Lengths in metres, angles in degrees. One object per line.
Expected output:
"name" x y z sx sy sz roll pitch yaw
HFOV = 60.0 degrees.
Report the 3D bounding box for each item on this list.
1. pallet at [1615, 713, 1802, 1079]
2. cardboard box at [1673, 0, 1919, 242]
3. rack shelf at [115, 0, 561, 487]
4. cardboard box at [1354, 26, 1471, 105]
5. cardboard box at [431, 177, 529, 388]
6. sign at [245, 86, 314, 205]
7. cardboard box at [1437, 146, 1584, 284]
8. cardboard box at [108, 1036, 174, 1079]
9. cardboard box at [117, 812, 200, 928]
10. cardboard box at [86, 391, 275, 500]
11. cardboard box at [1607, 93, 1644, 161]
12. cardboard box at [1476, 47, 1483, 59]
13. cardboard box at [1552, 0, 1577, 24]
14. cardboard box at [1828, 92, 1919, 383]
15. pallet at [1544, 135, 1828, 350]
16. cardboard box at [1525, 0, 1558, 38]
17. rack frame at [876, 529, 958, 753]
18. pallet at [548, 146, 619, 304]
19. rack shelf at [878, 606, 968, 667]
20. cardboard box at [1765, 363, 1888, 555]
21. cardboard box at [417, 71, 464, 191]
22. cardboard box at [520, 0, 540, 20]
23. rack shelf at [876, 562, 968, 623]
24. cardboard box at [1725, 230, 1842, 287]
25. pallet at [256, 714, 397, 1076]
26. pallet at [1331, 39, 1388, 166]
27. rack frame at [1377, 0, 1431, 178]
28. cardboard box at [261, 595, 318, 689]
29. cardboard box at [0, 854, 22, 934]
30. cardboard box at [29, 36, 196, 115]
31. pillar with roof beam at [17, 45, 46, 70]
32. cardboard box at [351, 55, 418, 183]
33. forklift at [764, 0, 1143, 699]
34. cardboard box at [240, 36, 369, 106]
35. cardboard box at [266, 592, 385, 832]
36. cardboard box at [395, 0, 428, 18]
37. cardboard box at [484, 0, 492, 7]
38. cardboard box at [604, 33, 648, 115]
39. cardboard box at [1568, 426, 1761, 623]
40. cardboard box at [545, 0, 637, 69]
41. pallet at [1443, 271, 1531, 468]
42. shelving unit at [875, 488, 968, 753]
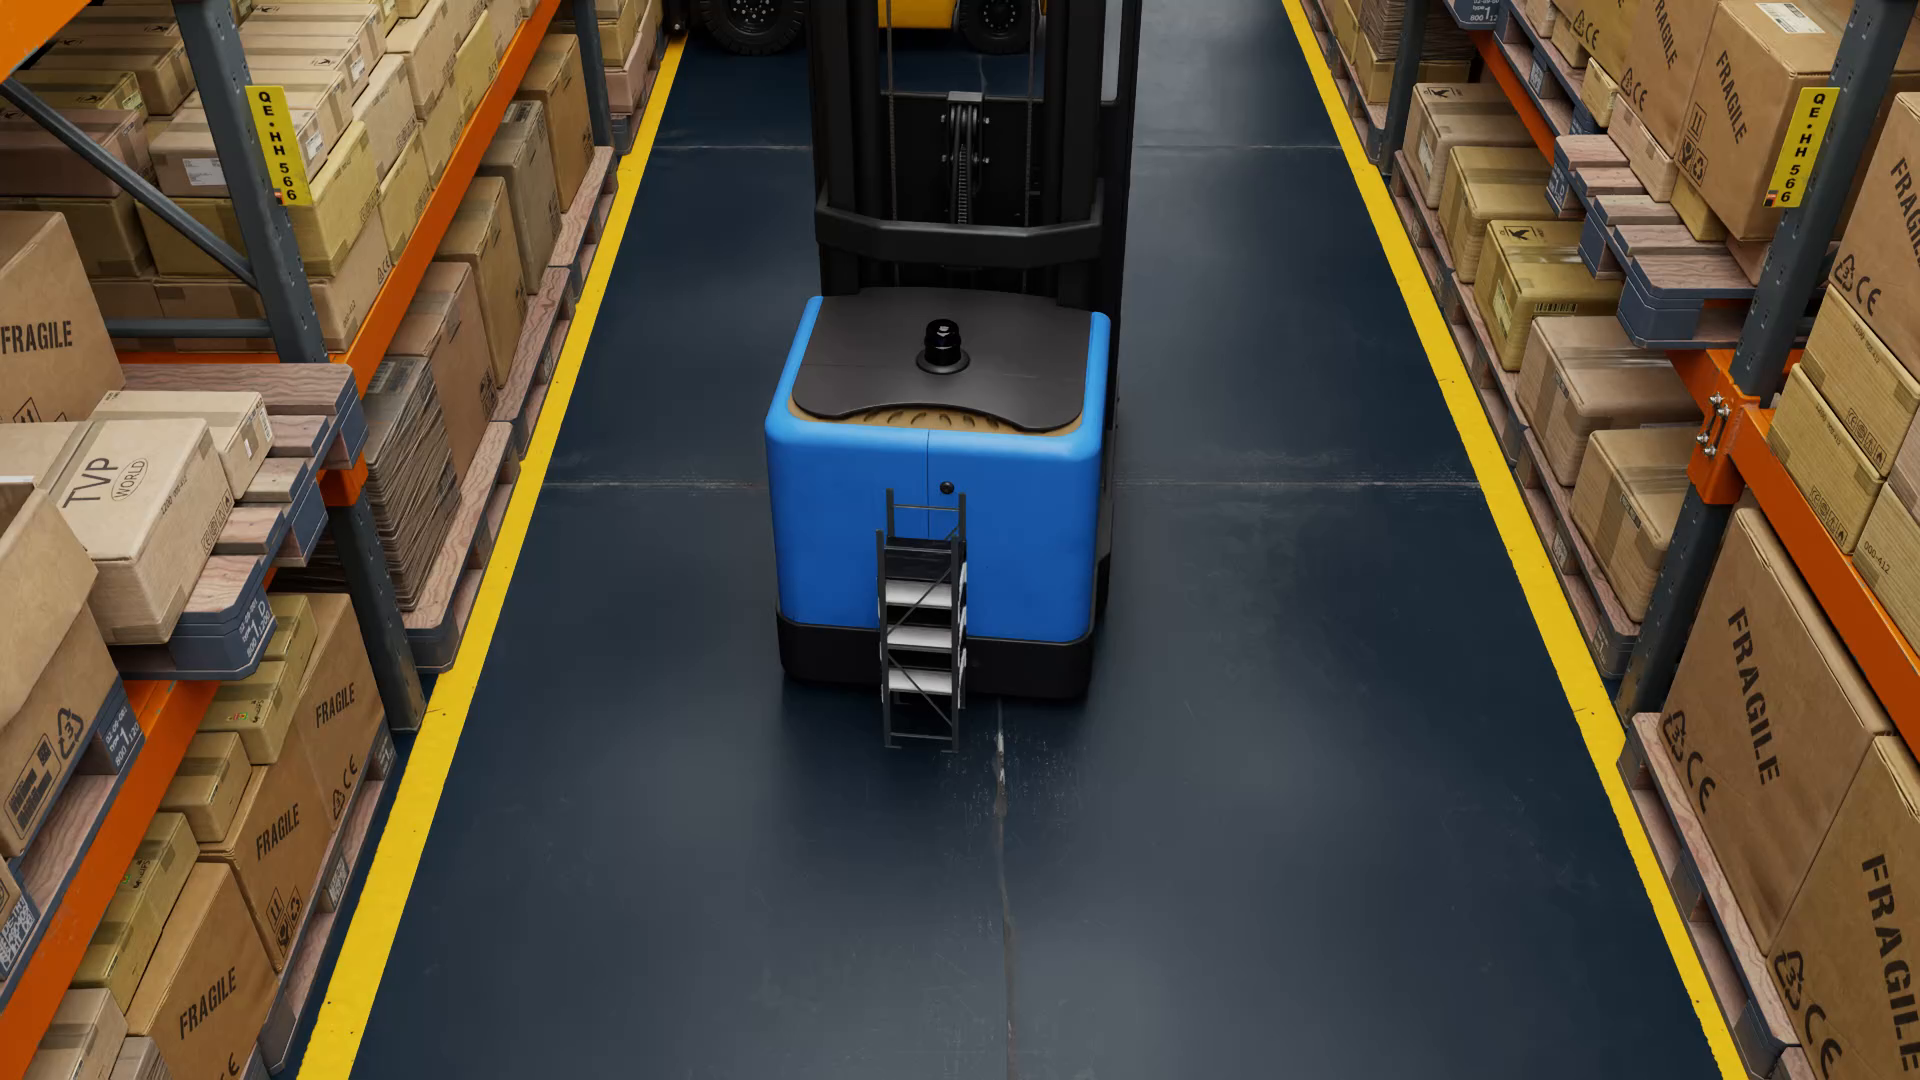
"pallet" 2.610 1.001 4.833 1.003 0.211 1.213 0 39 0
"cardboard box" 2.406 -1.184 4.675 0.500 0.500 0.500 -1 39 -1
"rack shelf" -2.281 -1.545 6.354 1.077 0.370 4.000 0 39 0
"cardboard box" 2.411 -2.542 8.887 0.500 0.250 0.500 2 39 2
"cardboard box" -2.276 -1.032 6.702 0.875 0.625 0.625 -2 39 -2
"sign" -1.736 -1.002 4.239 0.100 0.325 0.005 0 39 0
"cardboard box" 2.687 -1.443 7.417 0.950 0.372 0.625 2 39 3
"cardboard box" -2.051 1.466 3.685 0.500 0.500 0.500 -1 39 -2
"cardboard box" -2.083 0.793 4.006 0.380 0.149 0.250 1 39 1
"cardboard box" -1.894 -0.230 4.003 0.380 0.149 0.250 1 39 1
"cardboard box" 2.339 -1.334 5.381 0.380 0.149 0.250 -2 39 -2
"cardboard box" 2.949 -2.835 8.652 0.500 0.500 0.500 2 39 2
"cardboard box" 2.393 -2.164 5.898 0.500 0.500 0.500 -2 39 -2
"cardboard box" 2.441 -0.701 3.847 0.500 0.500 0.500 -1 39 -2
"pallet" 2.577 -0.951 5.192 1.213 0.211 1.003 0 39 0
"cardboard box" 2.339 -1.987 6.196 0.380 0.149 0.250 1 39 2
"rack frame" -0.125 0.330 5.118 0.240 0.900 0.006 4 39 5
"pallet" -2.244 -1.527 7.987 1.003 0.211 1.213 0 39 0
"rack shelf" -0.113 0.293 5.218 0.258 0.077 0.200 4 39 5
"cardboard box" 2.434 -0.216 4.241 0.500 0.250 0.500 -1 39 -1
"cardboard box" -2.038 -1.430 5.756 0.500 0.250 0.500 -1 39 -2
"cardboard box" -2.015 -2.388 6.951 0.500 0.250 0.500 0 39 0
"rack shelf" -0.114 0.153 5.105 0.258 0.077 0.200 4 39 5
"cardboard box" 2.449 -0.851 4.779 0.380 0.149 0.250 1 39 2
"pallet" -2.316 0.980 4.858 1.003 0.211 1.213 0 39 0
"pallet" 2.644 -2.414 9.093 1.003 0.211 1.213 0 39 0
"rack frame" 2.680 -3.082 7.697 1.000 3.000 0.127 0 39 0
"cardboard box" -2.025 0.292 4.631 0.380 0.149 0.250 -2 39 -2
"cardboard box" -2.053 0.607 2.679 0.700 0.500 0.500 0 39 0
"cardboard box" -2.533 -1.396 4.994 0.380 0.149 0.250 0 39 0
"pillar with roof beam" 1.123 -3.733 3.713 9.100 9.000 0.400 0 39 0
"cardboard box" -2.035 -1.302 5.196 0.500 0.250 0.500 1 39 1
"forklift" 0.069 -1.534 5.820 1.130 2.935 3.031 4 39 5
"cardboard box" -2.012 -1.394 4.992 0.380 0.149 0.250 1 39 1
"cardboard box" -2.063 0.501 4.889 0.500 0.500 0.500 1 39 1
"cardboard box" -1.997 -1.873 5.590 0.380 0.149 0.250 1 39 1
"cardboard box" -2.025 -2.264 6.397 0.500 0.250 0.500 1 39 1
"cardboard box" -1.953 -2.470 8.796 0.500 0.250 0.500 0 39 0
"cardboard box" 2.694 -0.072 5.707 0.950 0.372 0.625 -2 39 -3
"cardboard box" -1.975 -2.665 8.640 0.500 0.250 0.500 0 39 0
"pallet" 2.687 -0.742 7.007 1.003 0.211 1.213 0 39 0
"shelving unit" -0.113 0.267 5.197 0.258 0.900 0.210 4 39 5
